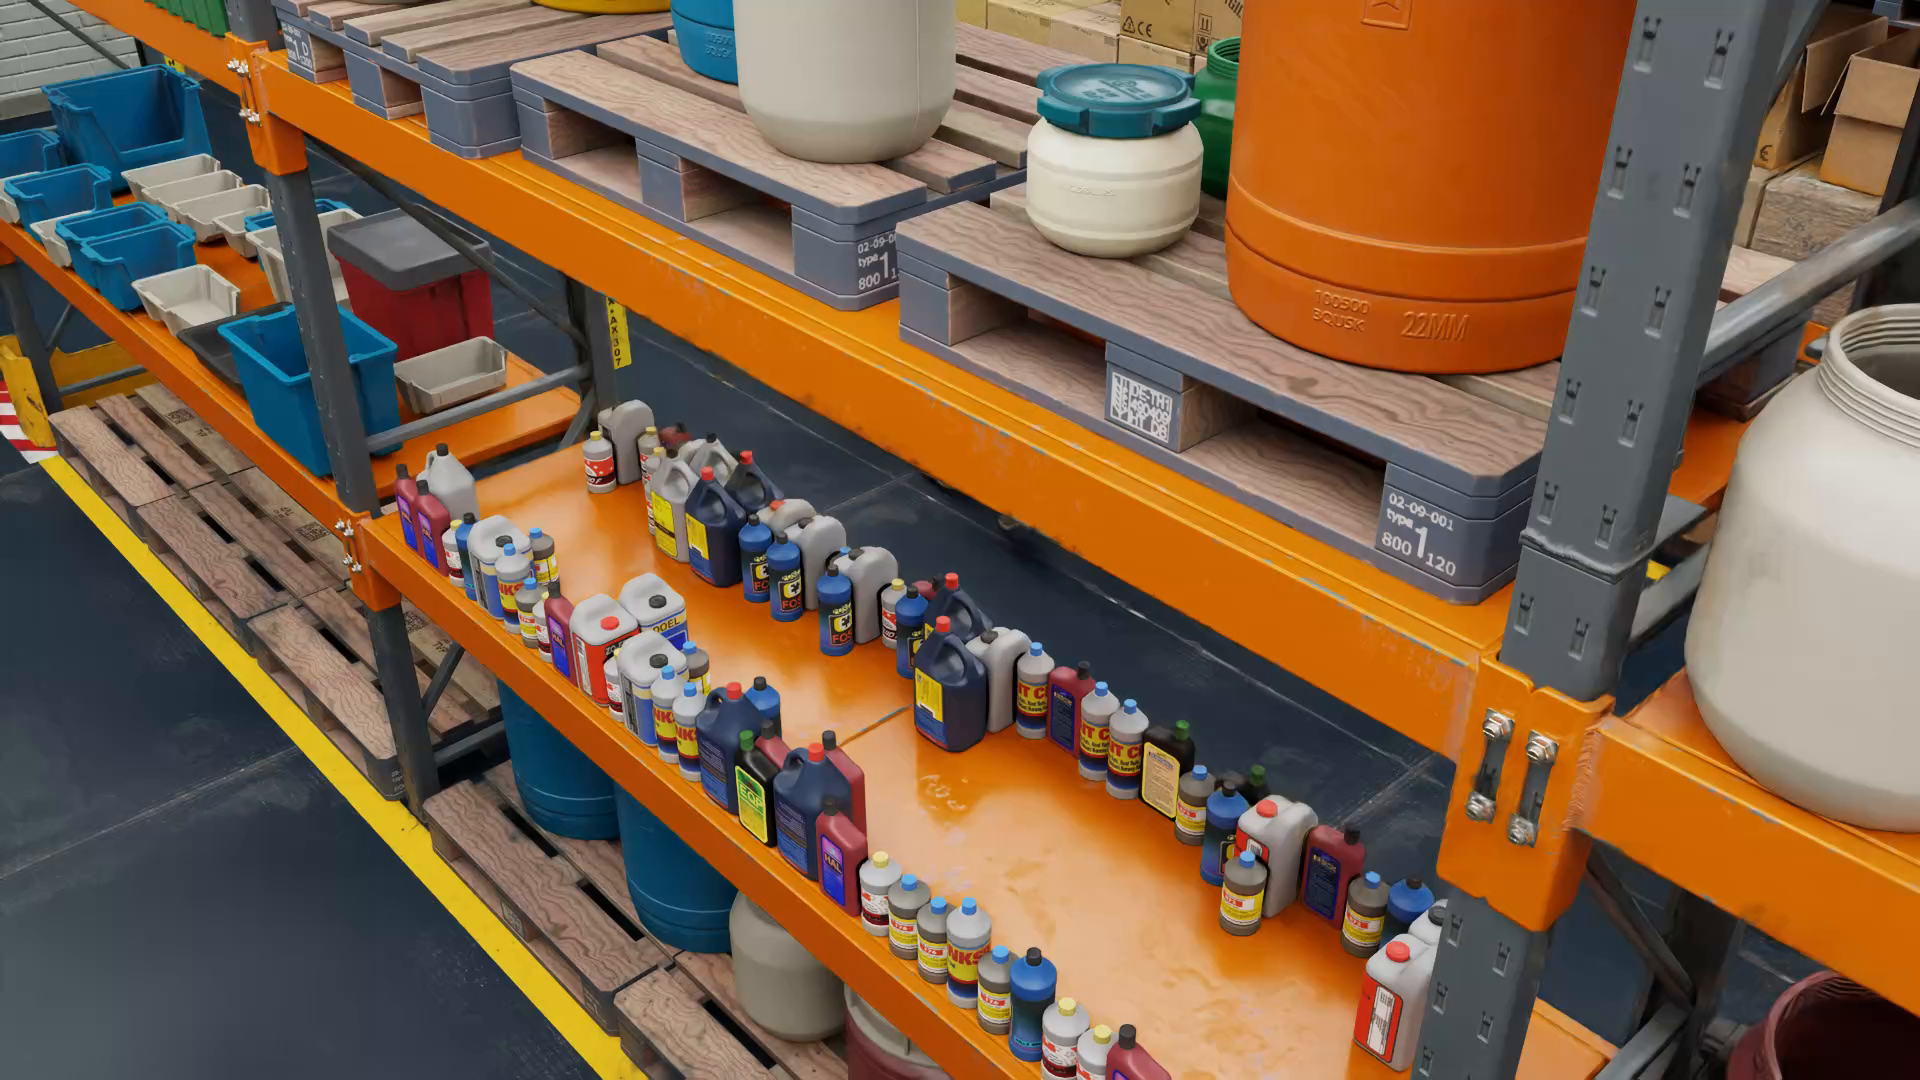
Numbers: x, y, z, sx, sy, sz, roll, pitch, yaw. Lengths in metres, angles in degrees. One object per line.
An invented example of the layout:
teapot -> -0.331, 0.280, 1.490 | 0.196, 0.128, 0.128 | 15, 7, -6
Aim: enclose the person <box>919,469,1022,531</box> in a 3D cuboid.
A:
person -> 0.040, -0.830, 7.448 | 0.488, 1.631, 0.969 | -25, 40, -34
